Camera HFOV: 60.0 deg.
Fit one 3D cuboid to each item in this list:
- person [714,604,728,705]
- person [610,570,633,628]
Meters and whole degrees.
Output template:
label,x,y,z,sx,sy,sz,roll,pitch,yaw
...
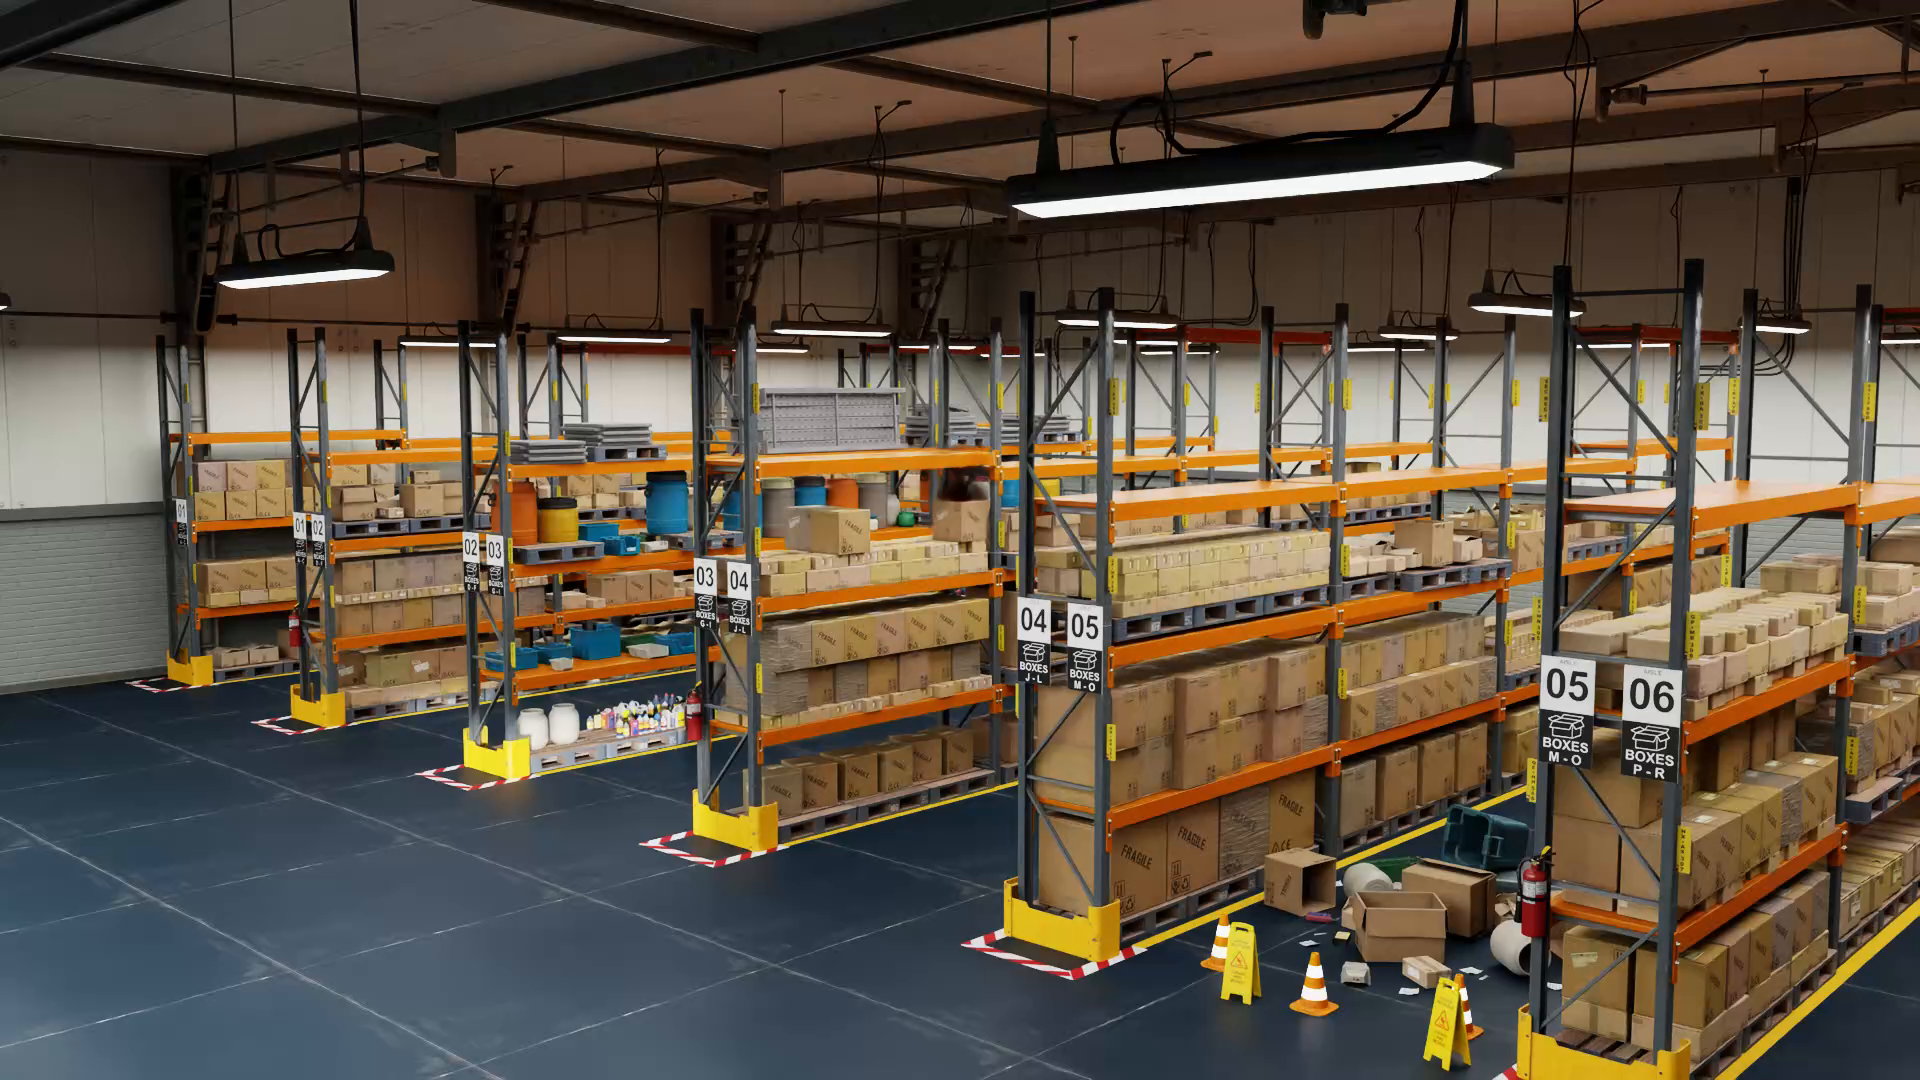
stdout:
label,x,y,z,sx,sy,sz,roll,pitch,yaw
person,-3.685,1.818,26.484,0.581,1.785,0.605,1,5,10
person,-6.366,1.393,31.442,0.389,1.643,0.563,4,7,36
